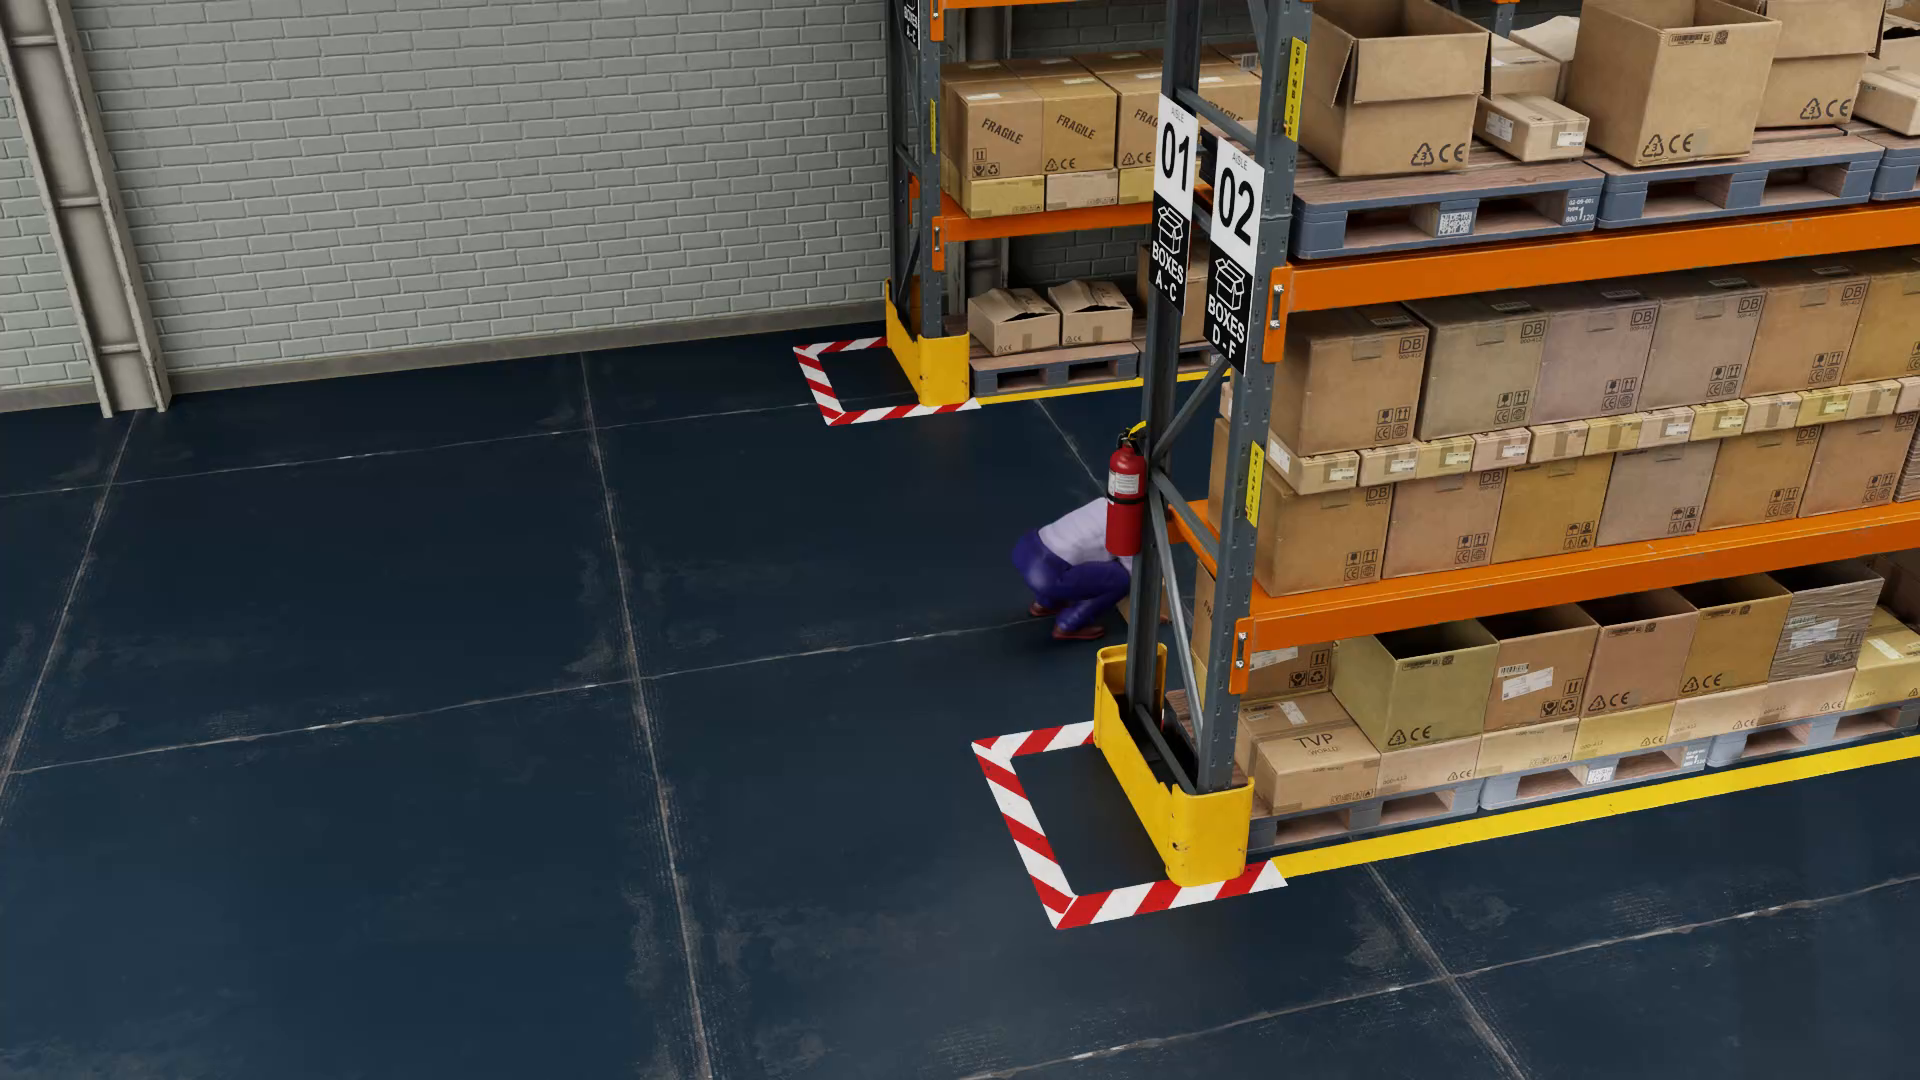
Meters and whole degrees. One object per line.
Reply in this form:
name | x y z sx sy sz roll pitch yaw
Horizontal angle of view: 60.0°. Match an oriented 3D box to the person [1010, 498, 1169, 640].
person | 0.709 0.136 8.954 0.867 0.774 0.507 -9 32 -14
